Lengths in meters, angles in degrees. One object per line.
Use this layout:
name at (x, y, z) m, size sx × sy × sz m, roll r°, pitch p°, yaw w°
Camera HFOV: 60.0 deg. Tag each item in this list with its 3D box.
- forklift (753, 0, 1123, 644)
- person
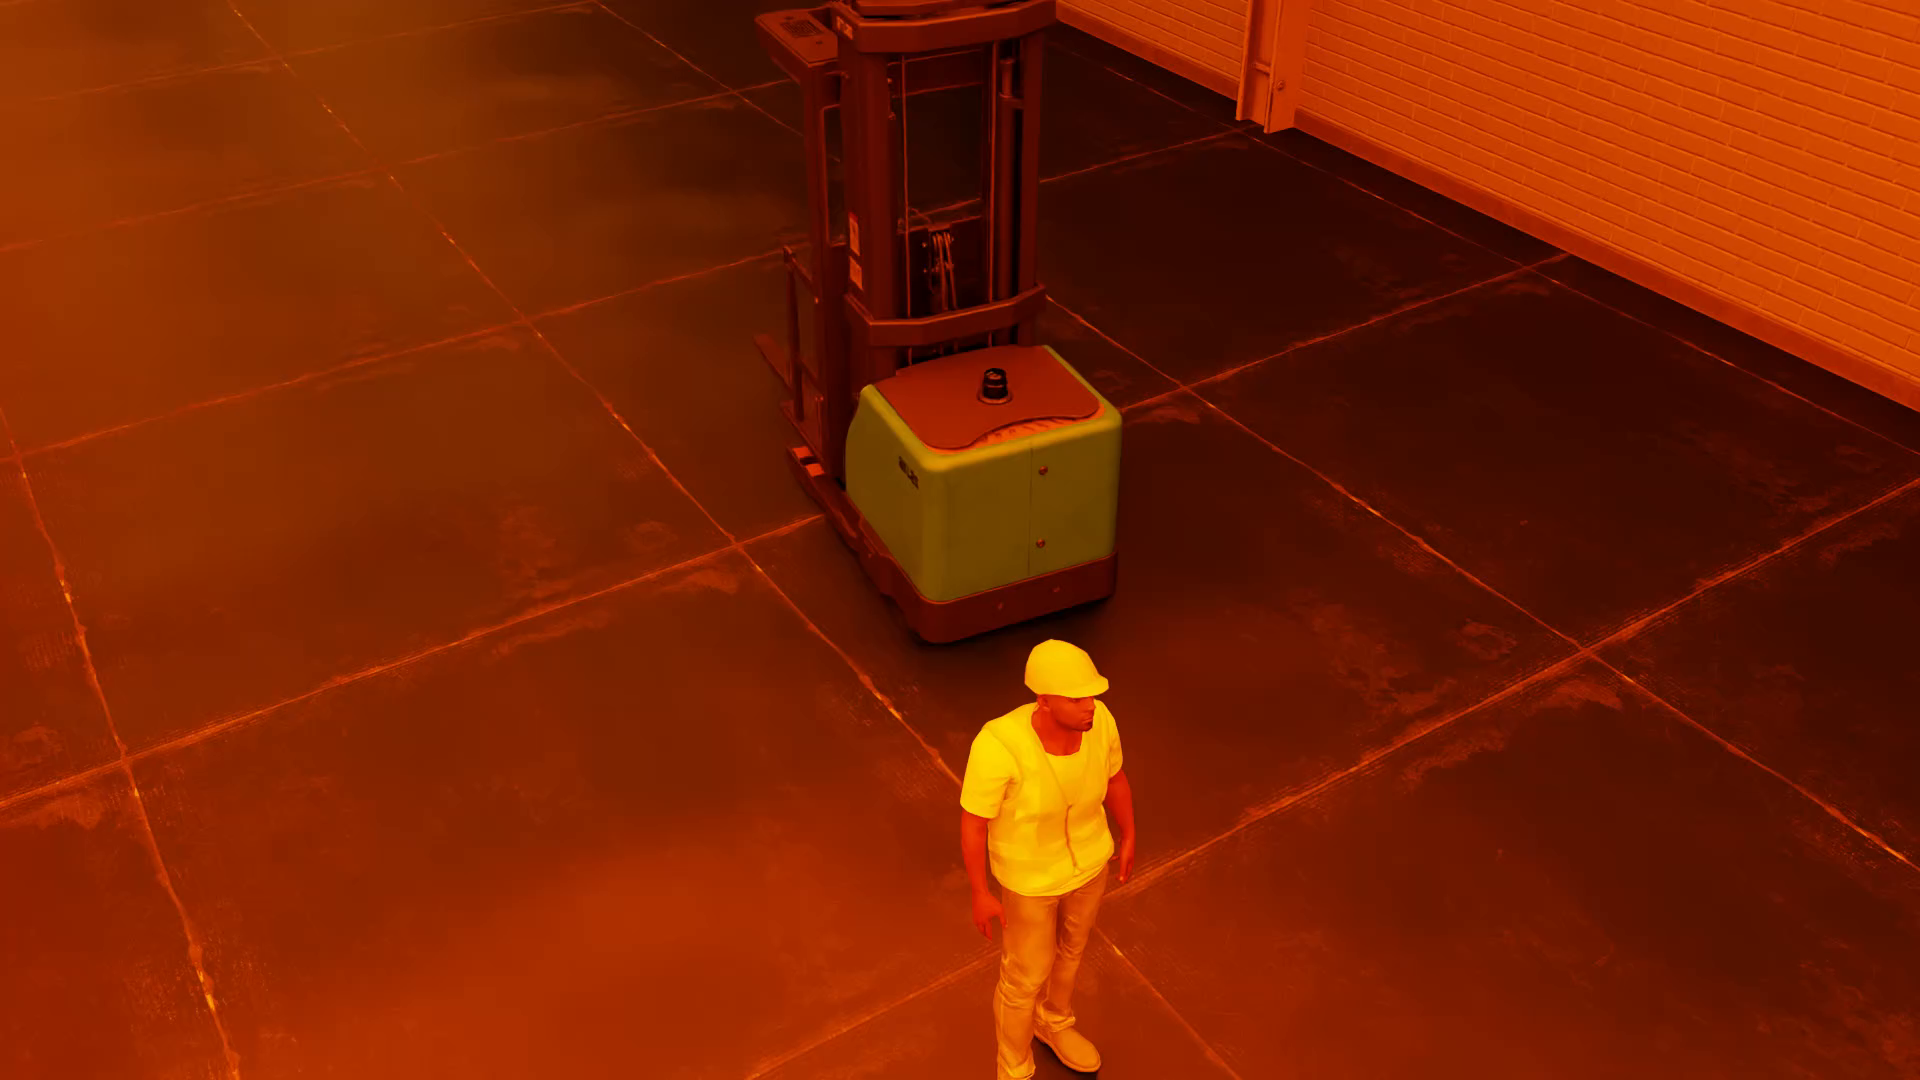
forklift at (-0.309, -1.545, 8.347) m, size 1.130 × 2.935 × 3.031 m, roll -15°, pitch 38°, yaw -20°
person at (0.348, 1.127, 5.544) m, size 0.666 × 1.766 × 0.577 m, roll -20°, pitch 40°, yaw -26°
